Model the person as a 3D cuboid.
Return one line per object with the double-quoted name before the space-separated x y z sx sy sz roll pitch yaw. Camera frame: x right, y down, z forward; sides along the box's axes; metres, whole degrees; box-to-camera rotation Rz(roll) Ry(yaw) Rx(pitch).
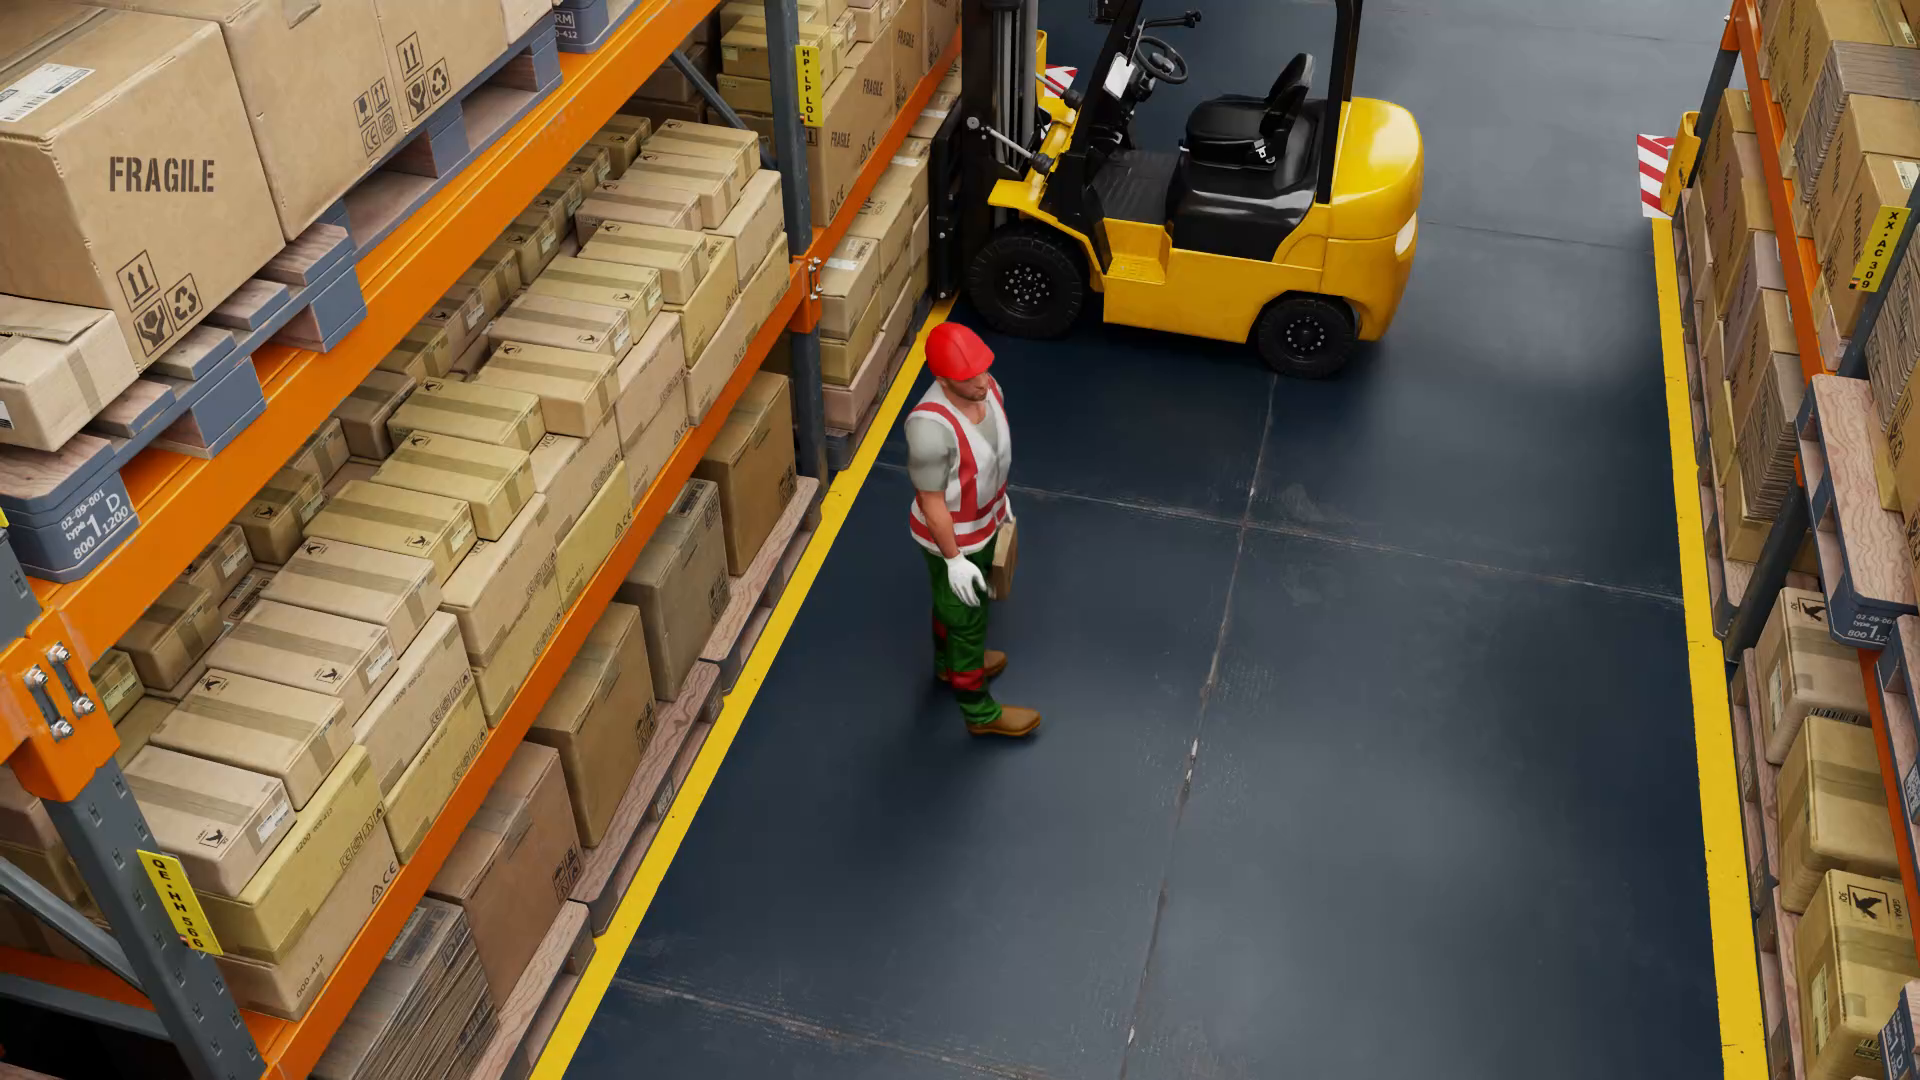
"person" 0.100 -0.019 6.121 0.531 1.791 0.582 16 43 17
